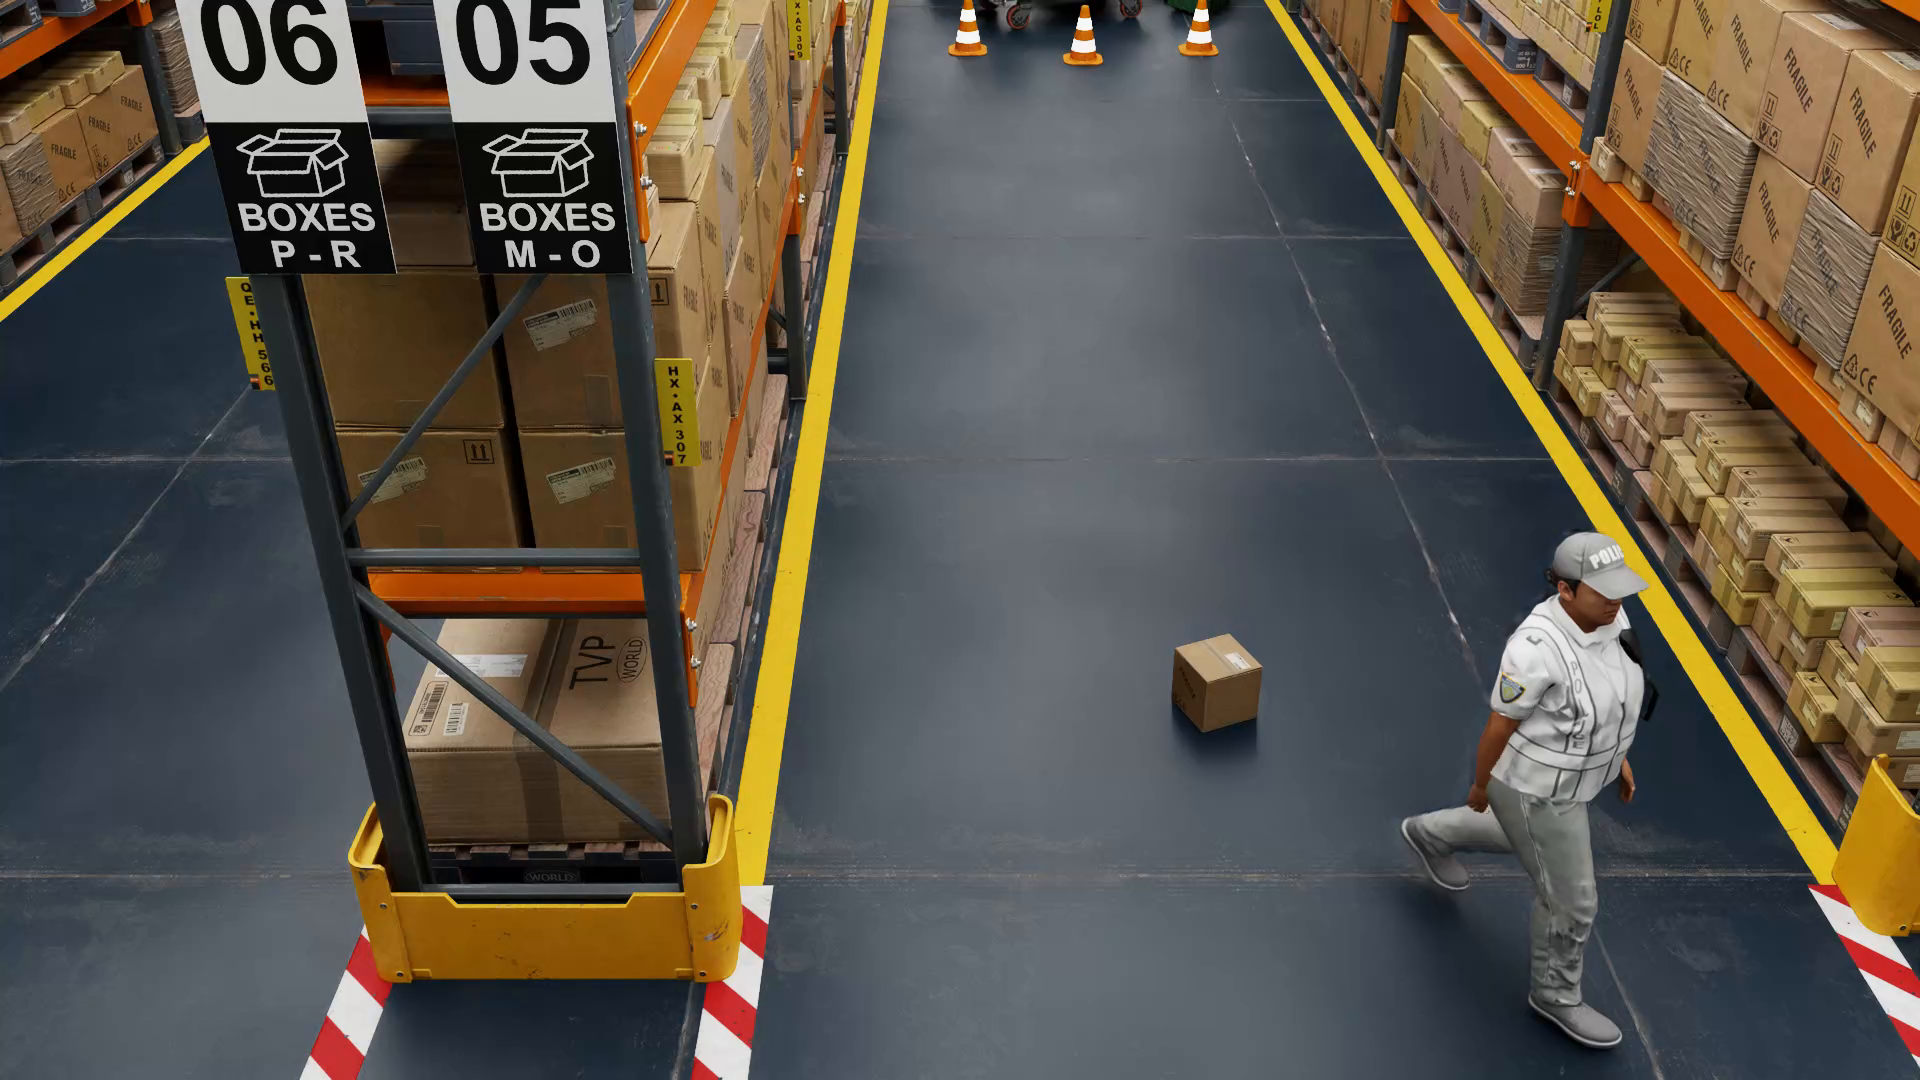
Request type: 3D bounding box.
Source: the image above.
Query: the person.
[{"bbox_3d":[1.768,0.667,5.039,0.473,1.616,0.949,-25,40,-35],"label":"person"}]
